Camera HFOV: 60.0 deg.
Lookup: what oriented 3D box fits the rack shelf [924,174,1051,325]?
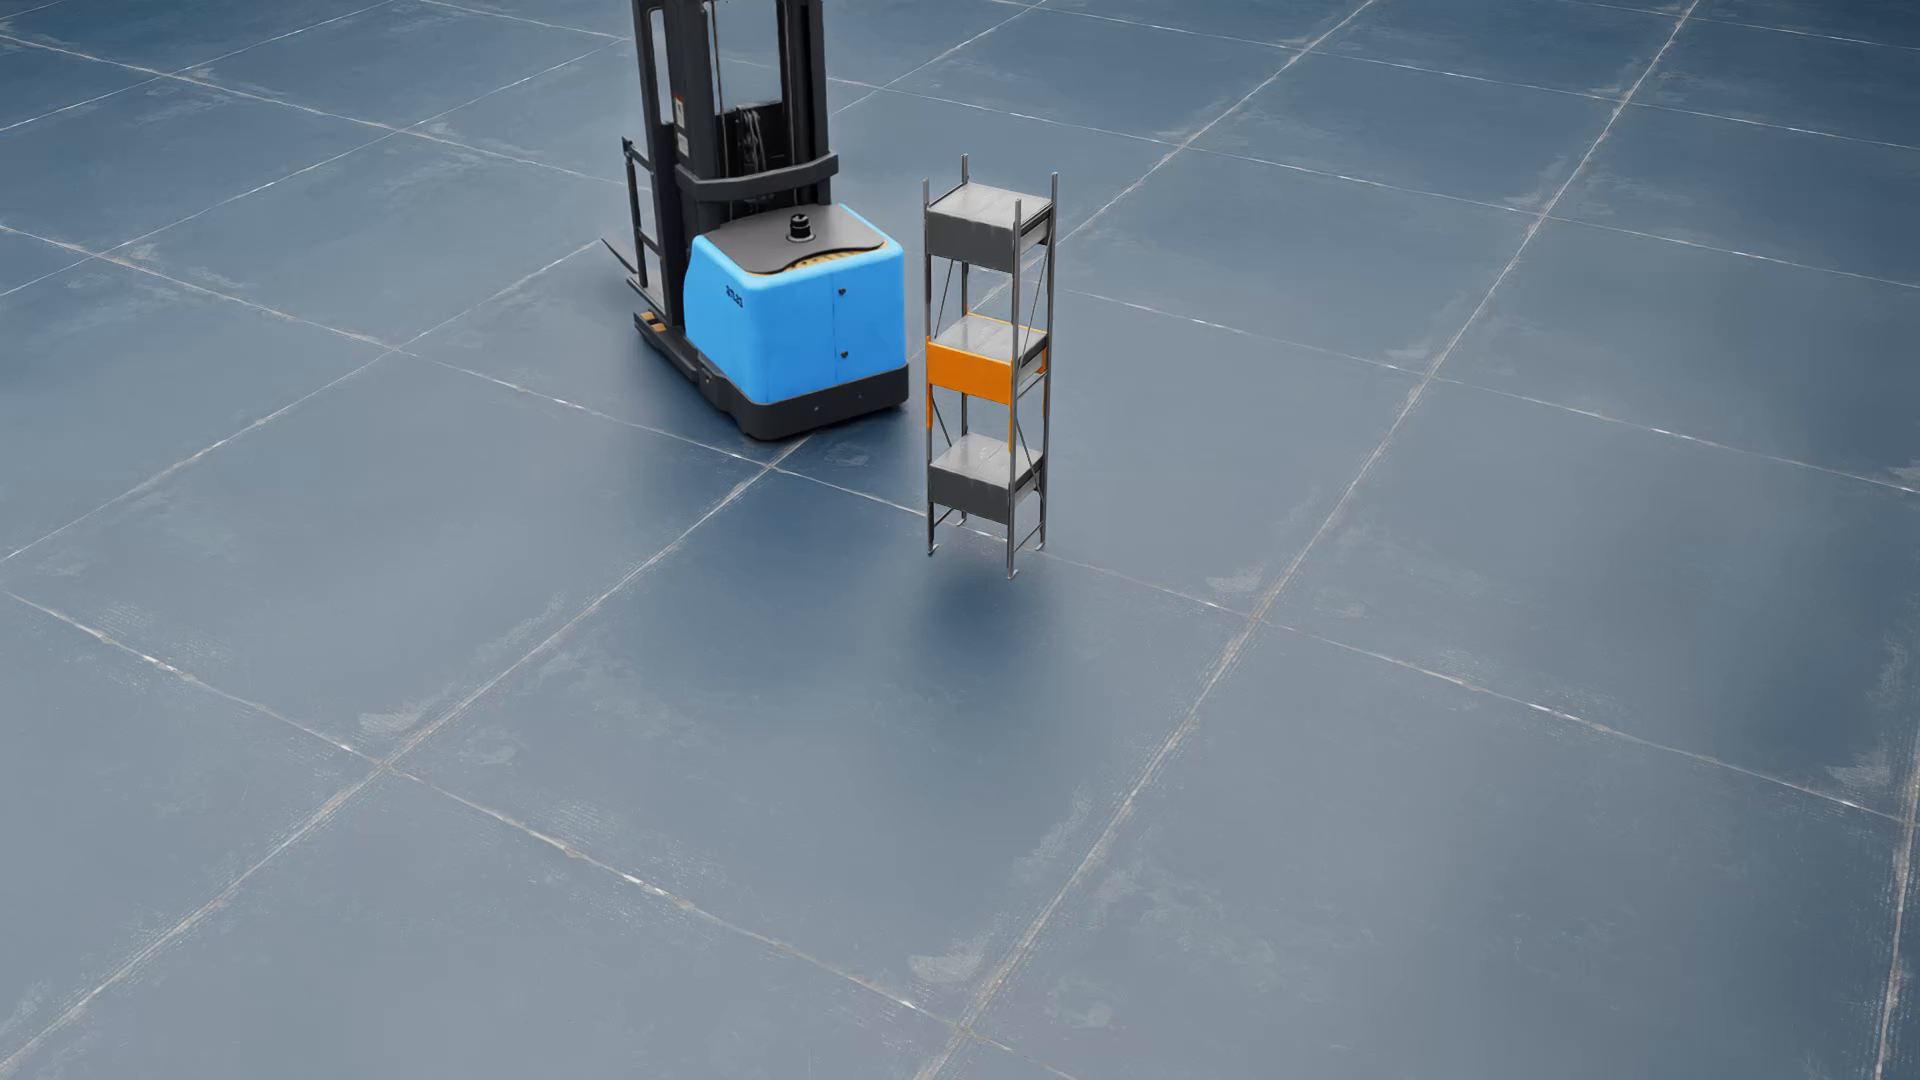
[{"bbox_3d":[0.144,-1.400,7.990,0.480,0.518,0.431,18,37,24],"label":"rack shelf"}]

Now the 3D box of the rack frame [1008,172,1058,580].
[{"bbox_3d":[0.356,-0.761,8.270,0.015,2.100,0.400,18,37,24],"label":"rack frame"}]

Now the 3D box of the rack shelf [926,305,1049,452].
[{"bbox_3d":[0.144,-0.817,8.378,0.480,0.518,0.431,18,37,24],"label":"rack shelf"}]

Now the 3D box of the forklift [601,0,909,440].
[{"bbox_3d":[-1.502,-2.593,10.271,1.130,2.935,3.031,-18,38,-25],"label":"forklift"}]

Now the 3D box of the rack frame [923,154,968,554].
[{"bbox_3d":[-0.068,-0.896,8.471,0.015,2.100,0.400,18,37,24],"label":"rack frame"}]

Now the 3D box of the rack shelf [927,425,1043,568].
[{"bbox_3d":[0.144,-0.234,8.766,0.480,0.518,0.431,18,37,24],"label":"rack shelf"}]

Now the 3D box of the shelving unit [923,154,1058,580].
[{"bbox_3d":[0.144,-0.828,8.371,0.503,2.100,0.431,18,37,24],"label":"shelving unit"}]
